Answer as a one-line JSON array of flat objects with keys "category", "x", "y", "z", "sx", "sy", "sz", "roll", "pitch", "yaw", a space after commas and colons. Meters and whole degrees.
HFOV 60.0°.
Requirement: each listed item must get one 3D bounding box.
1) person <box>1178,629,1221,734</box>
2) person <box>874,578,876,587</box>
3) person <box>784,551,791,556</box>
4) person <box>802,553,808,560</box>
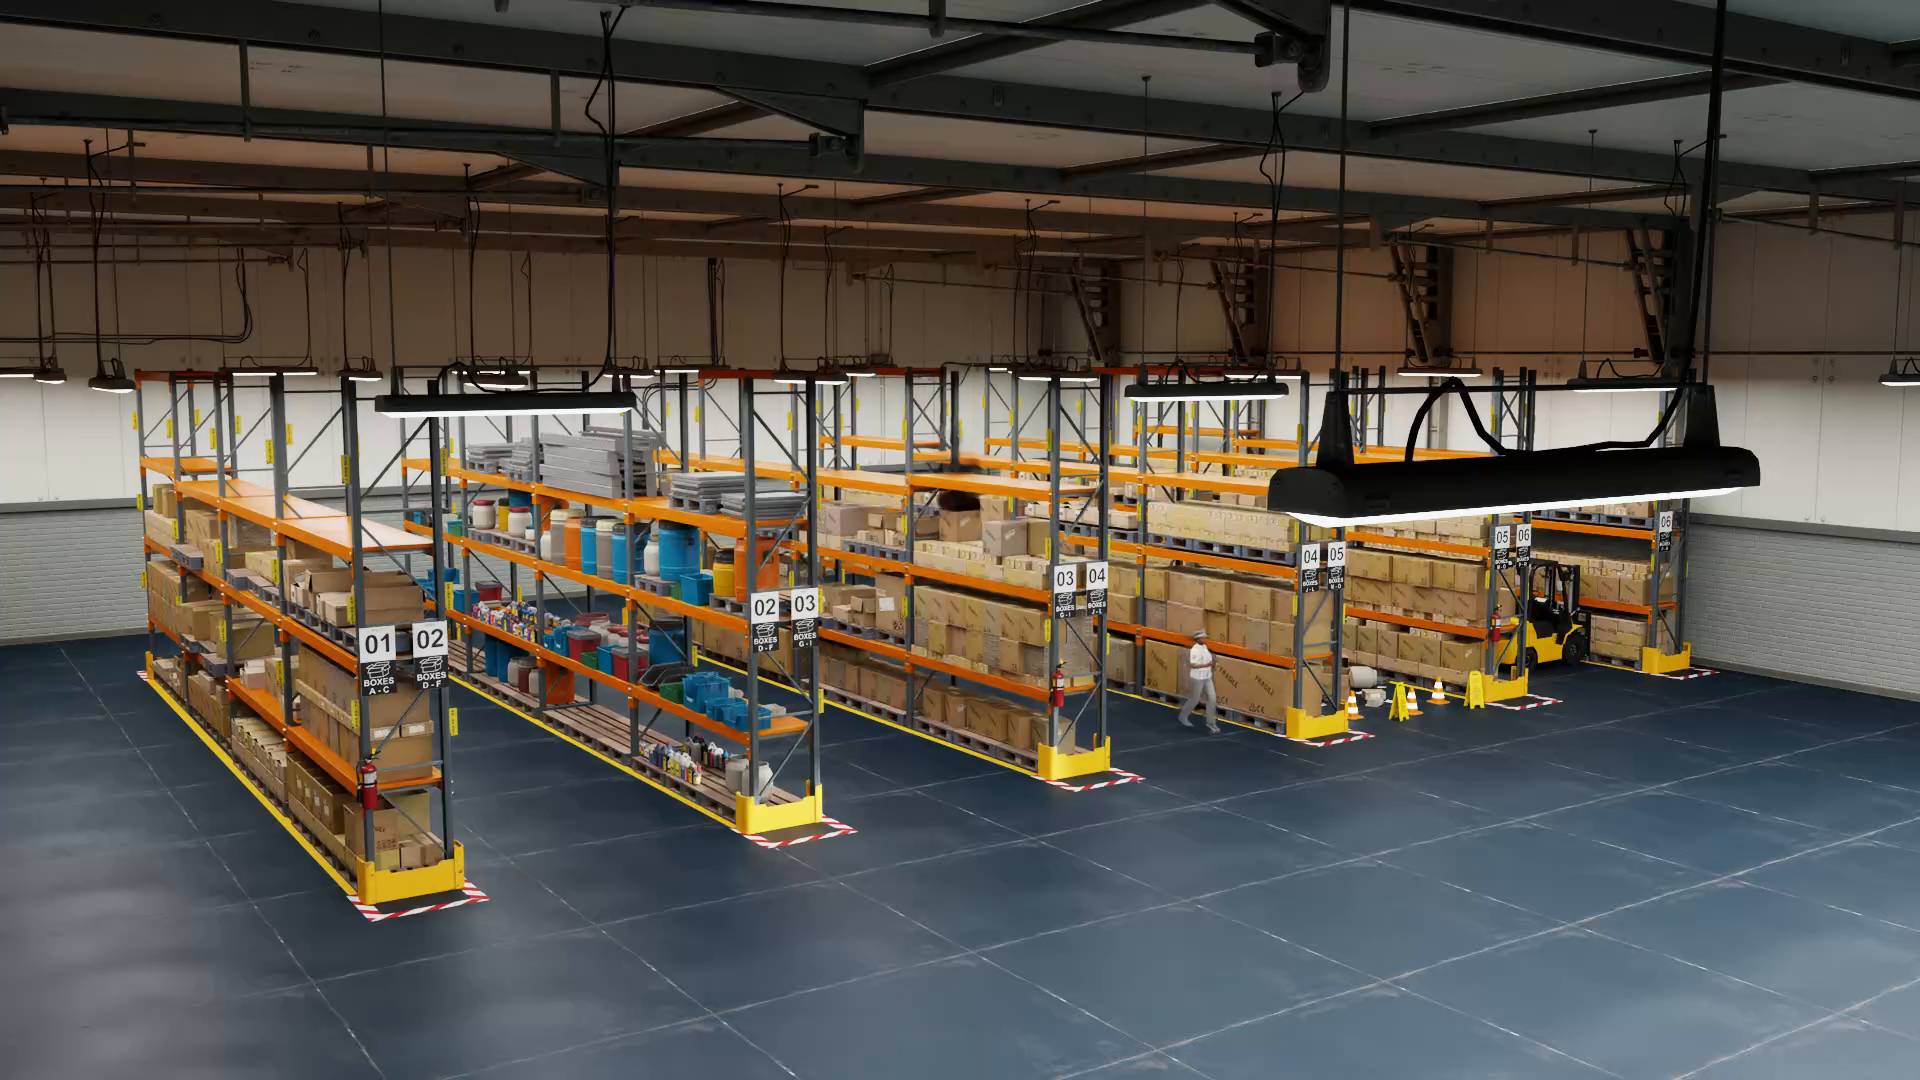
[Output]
[{"category": "person", "x": 4.014, "y": 2.342, "z": 27.828, "sx": 0.772, "sy": 1.741, "sz": 0.566, "roll": 6, "pitch": 9, "yaw": 42}, {"category": "person", "x": -1.935, "y": 0.830, "z": 41.732, "sx": 0.524, "sy": 1.633, "sz": 0.586, "roll": 5, "pitch": 8, "yaw": 40}, {"category": "person", "x": -4.176, "y": 1.076, "z": 39.279, "sx": 0.664, "sy": 1.642, "sz": 0.767, "roll": -1, "pitch": 6, "yaw": -5}, {"category": "person", "x": -3.585, "y": 1.140, "z": 38.538, "sx": 0.700, "sy": 1.740, "sz": 0.645, "roll": -4, "pitch": 8, "yaw": -32}]
